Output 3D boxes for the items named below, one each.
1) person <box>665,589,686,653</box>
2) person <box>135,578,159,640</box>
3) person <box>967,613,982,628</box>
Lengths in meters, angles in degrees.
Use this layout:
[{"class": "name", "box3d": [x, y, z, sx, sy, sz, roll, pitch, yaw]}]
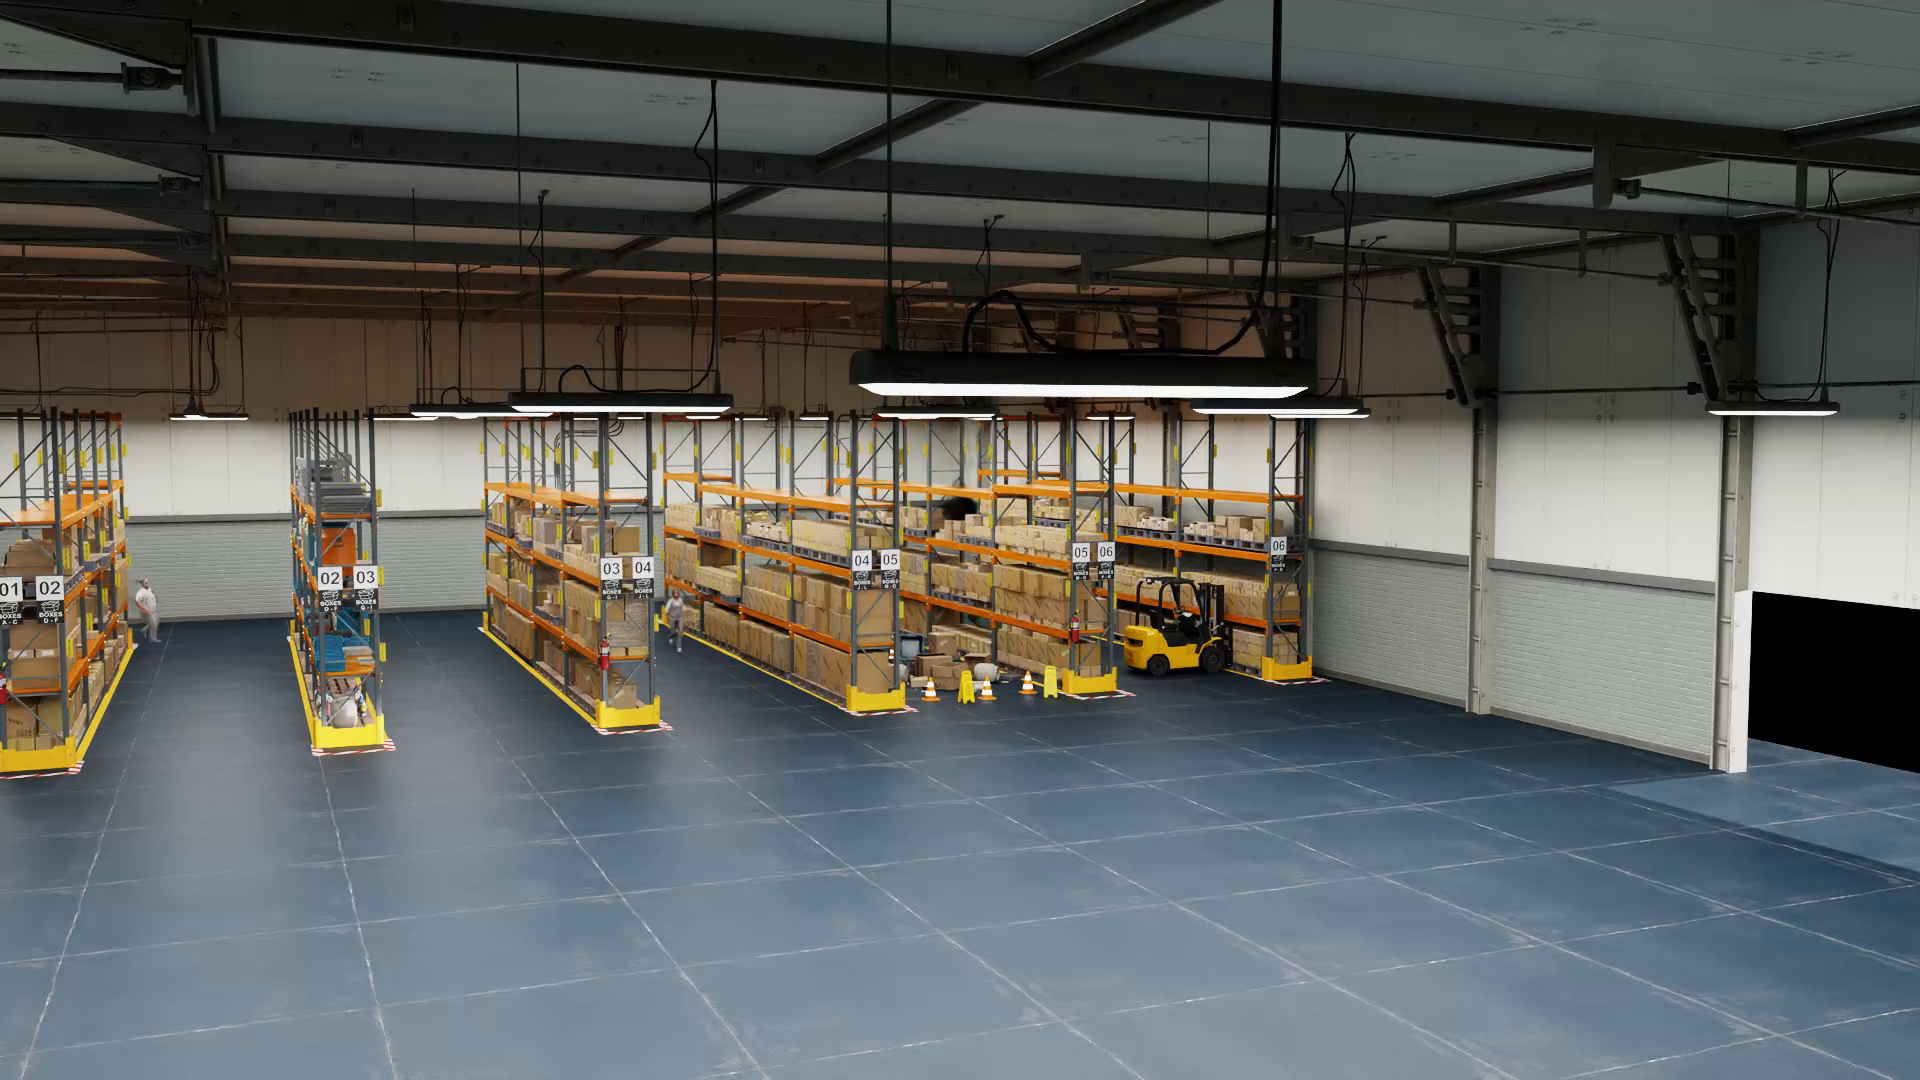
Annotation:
[{"class": "person", "box3d": [-7.129, 2.012, 41.752, 0.546, 1.587, 0.813, -2, 4, -25]}, {"class": "person", "box3d": [-21.212, 1.797, 43.304, 0.530, 1.658, 0.687, 1, 4, 8]}, {"class": "person", "box3d": [0.433, 1.671, 45.052, 0.654, 1.687, 0.491, -2, 4, -24]}]
